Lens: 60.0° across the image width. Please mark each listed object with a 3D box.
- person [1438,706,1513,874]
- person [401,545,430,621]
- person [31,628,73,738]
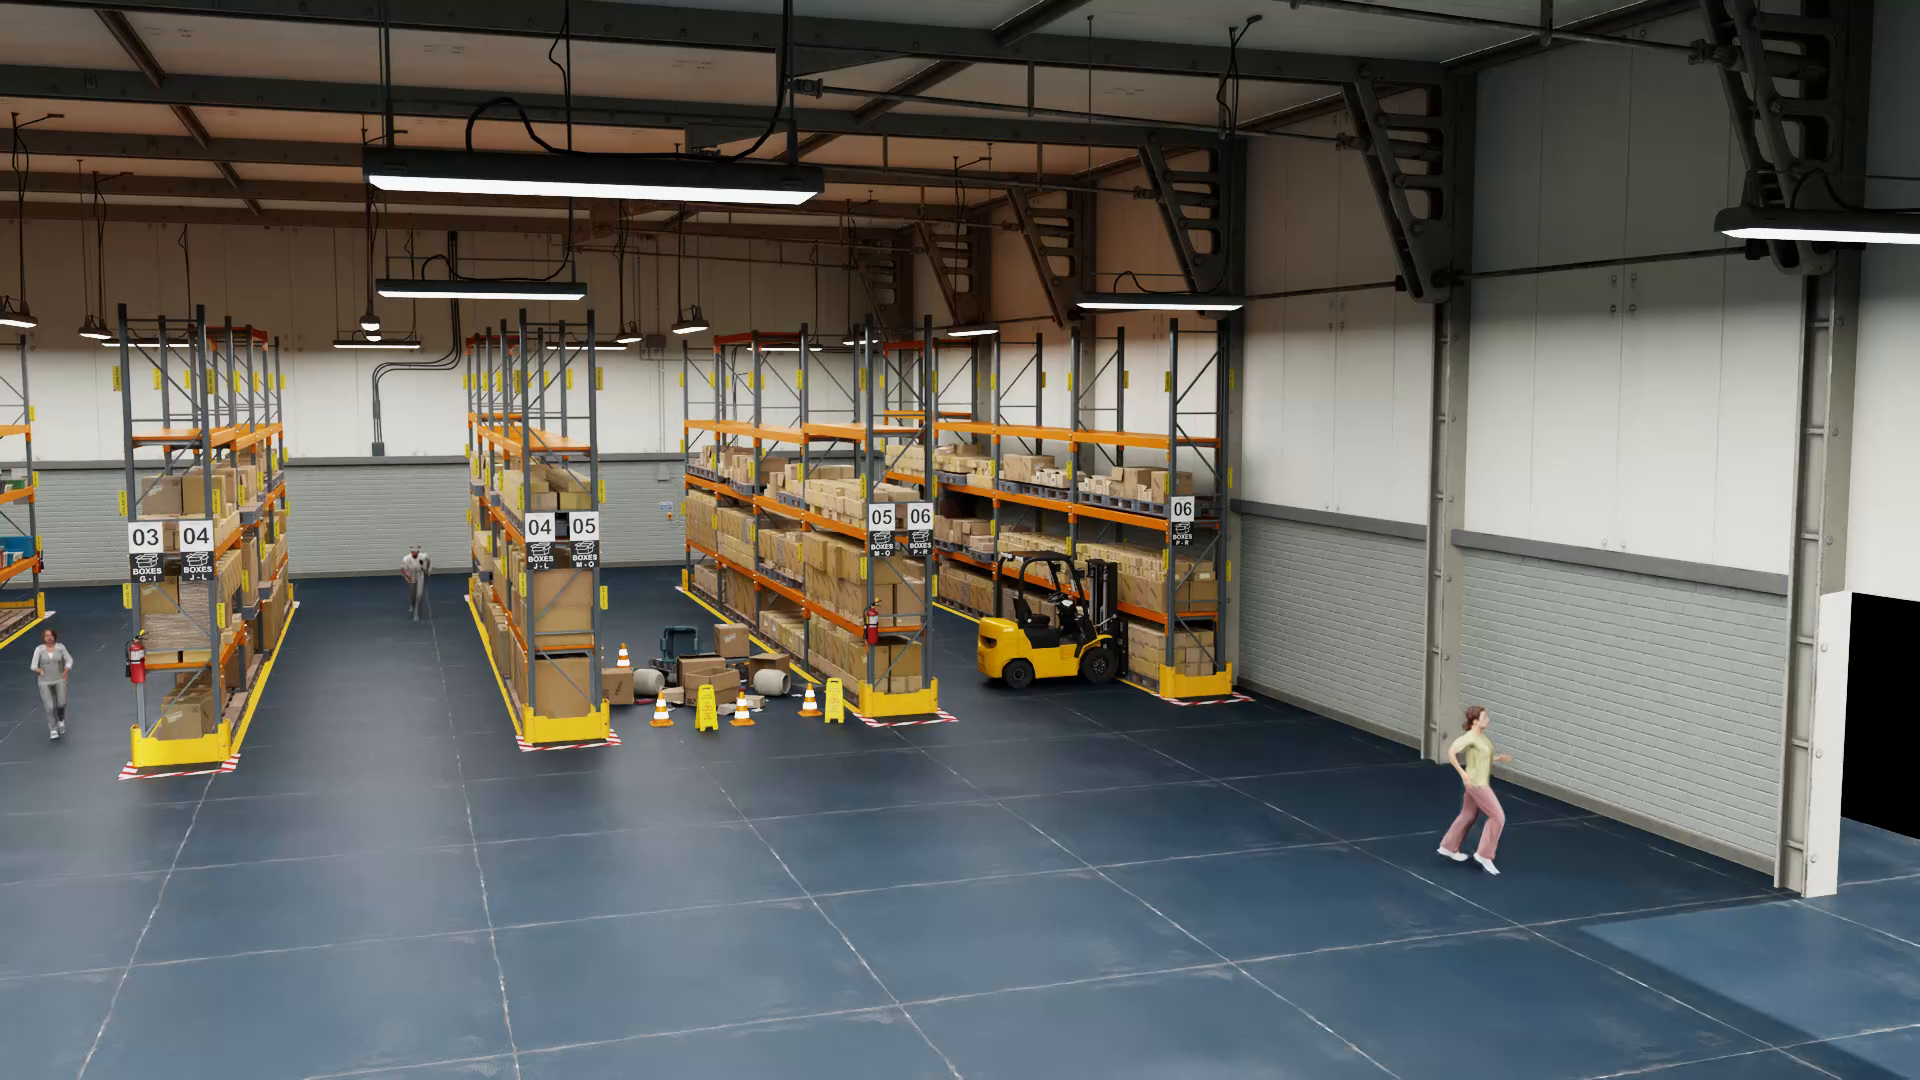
[{"bbox_3d":[5.296,2.553,17.100,0.723,1.721,0.543,2,6,24],"label":"person"},{"bbox_3d":[-11.570,0.883,35.324,0.608,1.641,0.974,-3,6,-25],"label":"person"},{"bbox_3d":[-12.717,2.012,23.310,0.526,1.556,0.536,-3,6,-30],"label":"person"}]
